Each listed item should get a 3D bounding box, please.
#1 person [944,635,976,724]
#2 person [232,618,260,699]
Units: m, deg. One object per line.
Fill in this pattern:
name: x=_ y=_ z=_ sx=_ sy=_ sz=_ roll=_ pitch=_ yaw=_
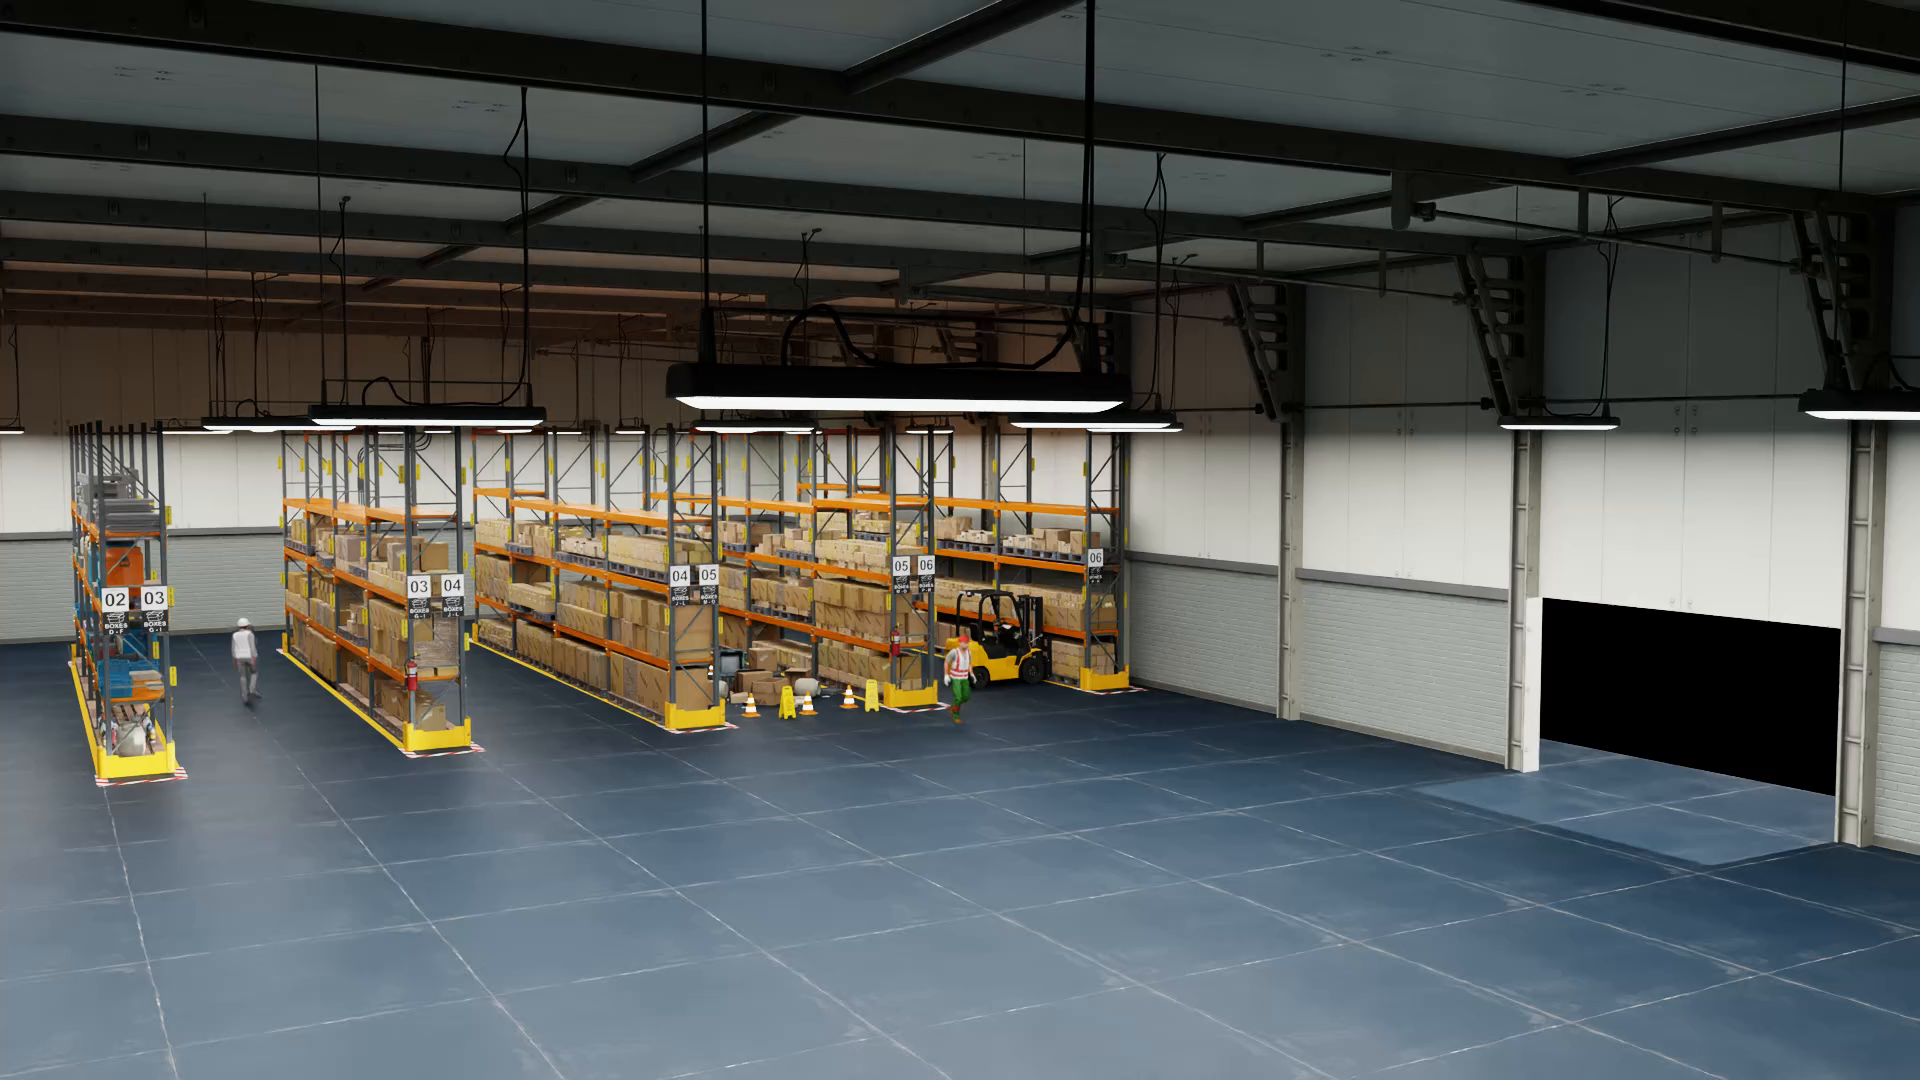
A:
person: x=-0.081 y=2.781 z=33.468 sx=0.618 sy=1.768 sz=0.683 roll=-3 pitch=5 yaw=-41
person: x=-15.607 y=2.582 z=36.296 sx=0.541 sy=1.751 sz=0.543 roll=-1 pitch=4 yaw=-17
